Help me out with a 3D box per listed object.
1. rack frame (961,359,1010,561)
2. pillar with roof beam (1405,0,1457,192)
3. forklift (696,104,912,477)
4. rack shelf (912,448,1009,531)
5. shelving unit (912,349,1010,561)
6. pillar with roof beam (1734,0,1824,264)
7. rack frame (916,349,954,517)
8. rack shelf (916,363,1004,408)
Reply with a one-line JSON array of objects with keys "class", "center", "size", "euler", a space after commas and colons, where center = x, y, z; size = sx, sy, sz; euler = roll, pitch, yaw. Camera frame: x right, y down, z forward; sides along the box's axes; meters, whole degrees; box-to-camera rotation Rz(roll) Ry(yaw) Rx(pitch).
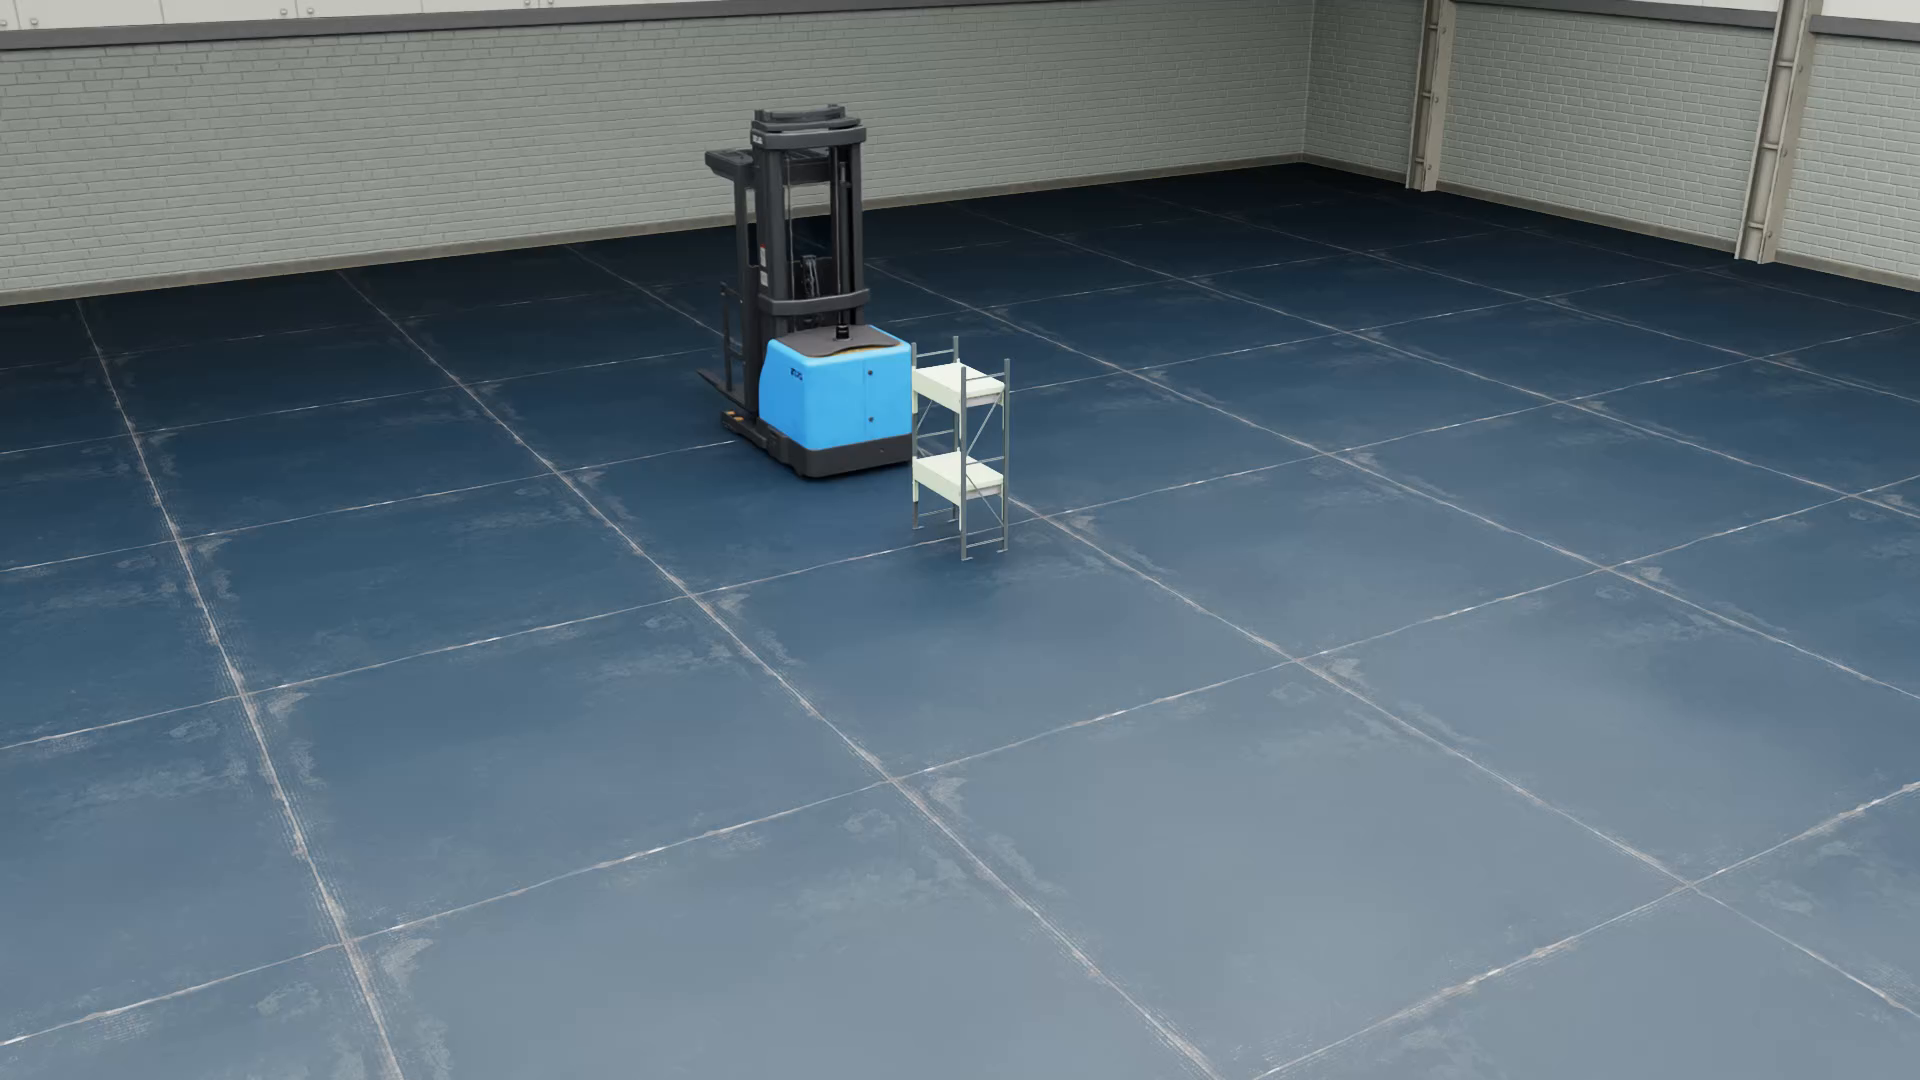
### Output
[{"class": "rack frame", "center": [0.184, -0.578, 12.243], "size": [0.400, 1.500, 0.023], "euler": [-13, 25, -28]}, {"class": "pillar with roof beam", "center": [3.692, -8.971, 22.932], "size": [9.100, 9.000, 0.400], "euler": [-13, 25, -28]}, {"class": "forklift", "center": [-1.547, -2.393, 14.808], "size": [1.130, 2.935, 3.031], "euler": [-12, 25, -27]}, {"class": "rack shelf", "center": [-0.003, -0.395, 12.657], "size": [0.431, 0.370, 0.720], "euler": [-13, 25, -28]}, {"class": "shelving unit", "center": [-0.002, -0.696, 12.532], "size": [0.431, 1.500, 0.748], "euler": [-13, 25, -28]}, {"class": "pillar with roof beam", "center": [6.757, -7.029, 18.153], "size": [9.100, 9.000, 0.400], "euler": [-13, 25, -28]}, {"class": "rack frame", "center": [-0.192, -0.815, 12.825], "size": [0.380, 1.308, 0.010], "euler": [-13, 25, -28]}, {"class": "rack shelf", "center": [-0.003, -1.149, 12.351], "size": [0.368, 0.124, 0.686], "euler": [-13, 25, -28]}]
